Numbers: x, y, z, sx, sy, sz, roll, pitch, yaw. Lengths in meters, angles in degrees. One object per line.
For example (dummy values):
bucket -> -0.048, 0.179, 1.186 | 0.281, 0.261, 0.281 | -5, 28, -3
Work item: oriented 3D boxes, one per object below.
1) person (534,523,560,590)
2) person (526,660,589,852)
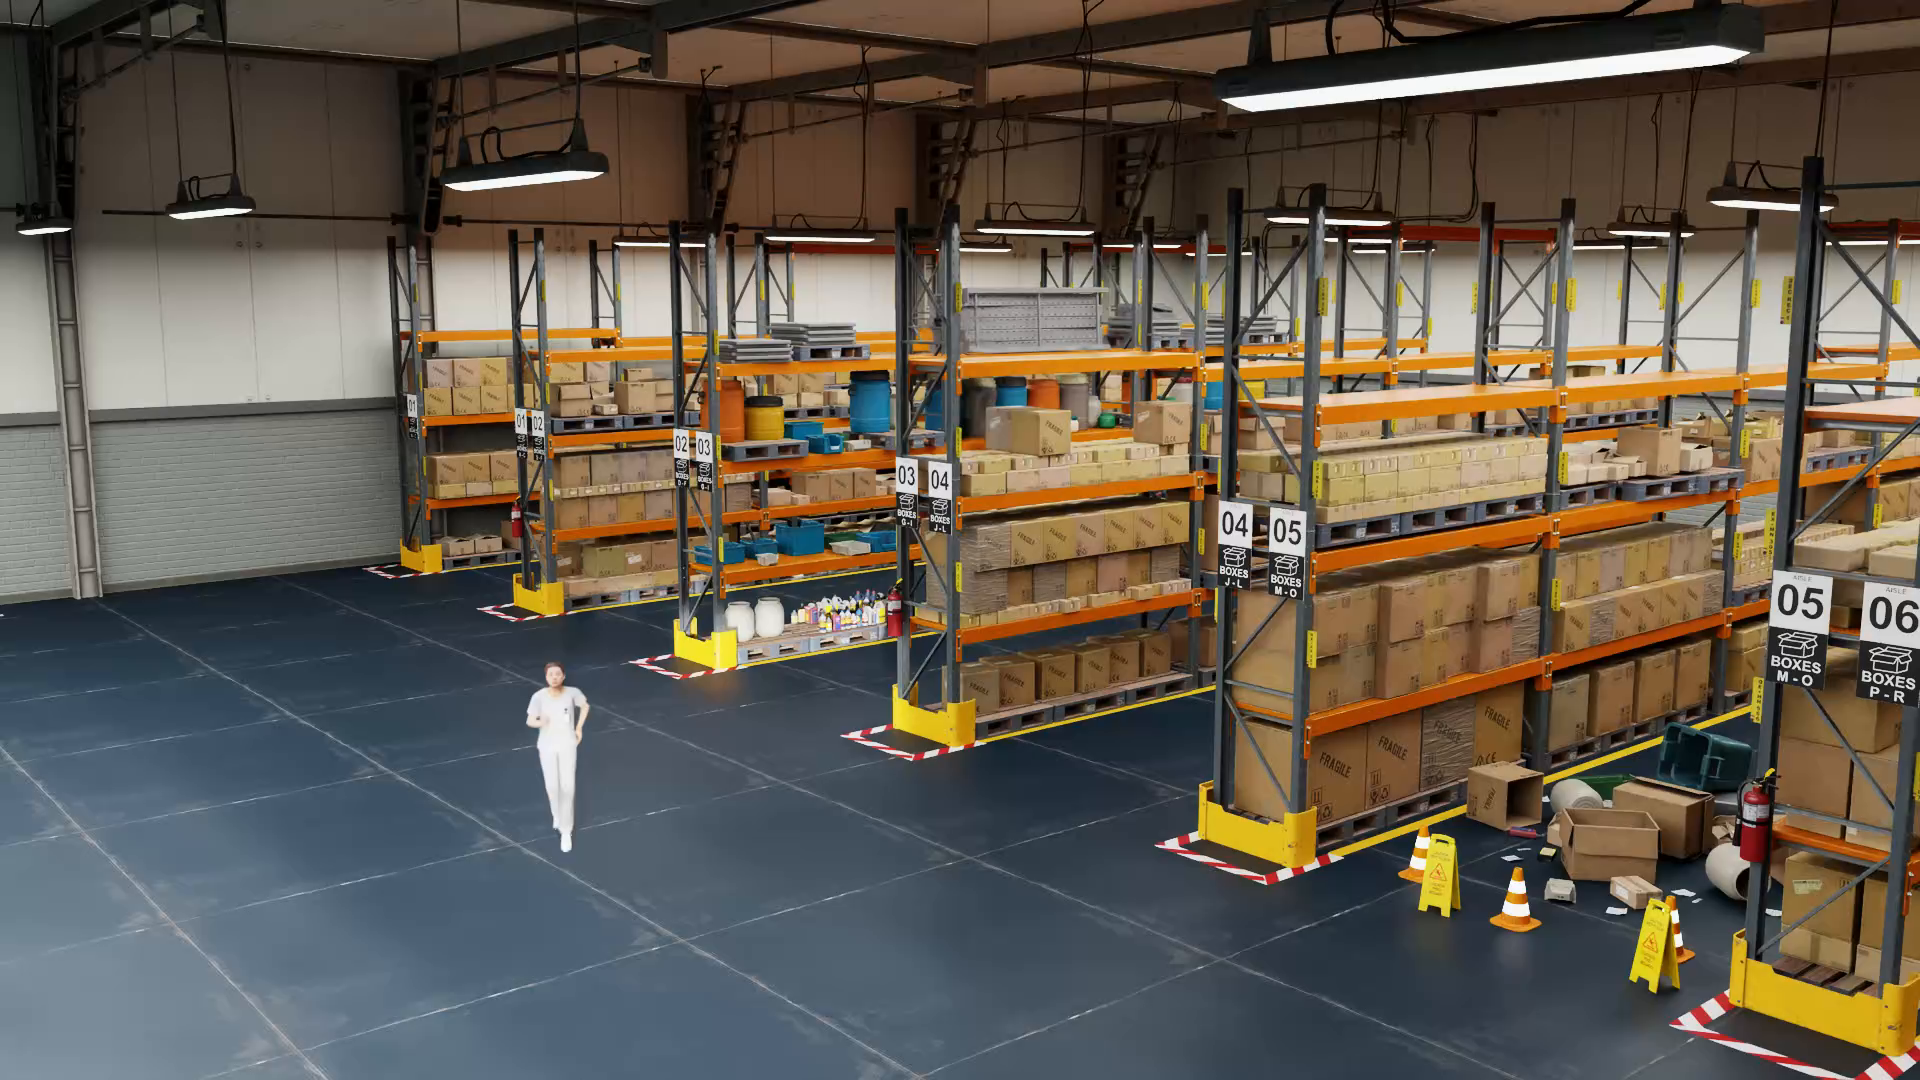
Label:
person -> -6.887, -0.042, 28.307 | 0.971, 1.741, 0.676 | -8, 12, -43
person -> -3.742, 1.966, 15.495 | 0.552, 1.716, 0.758 | -1, 9, -9
